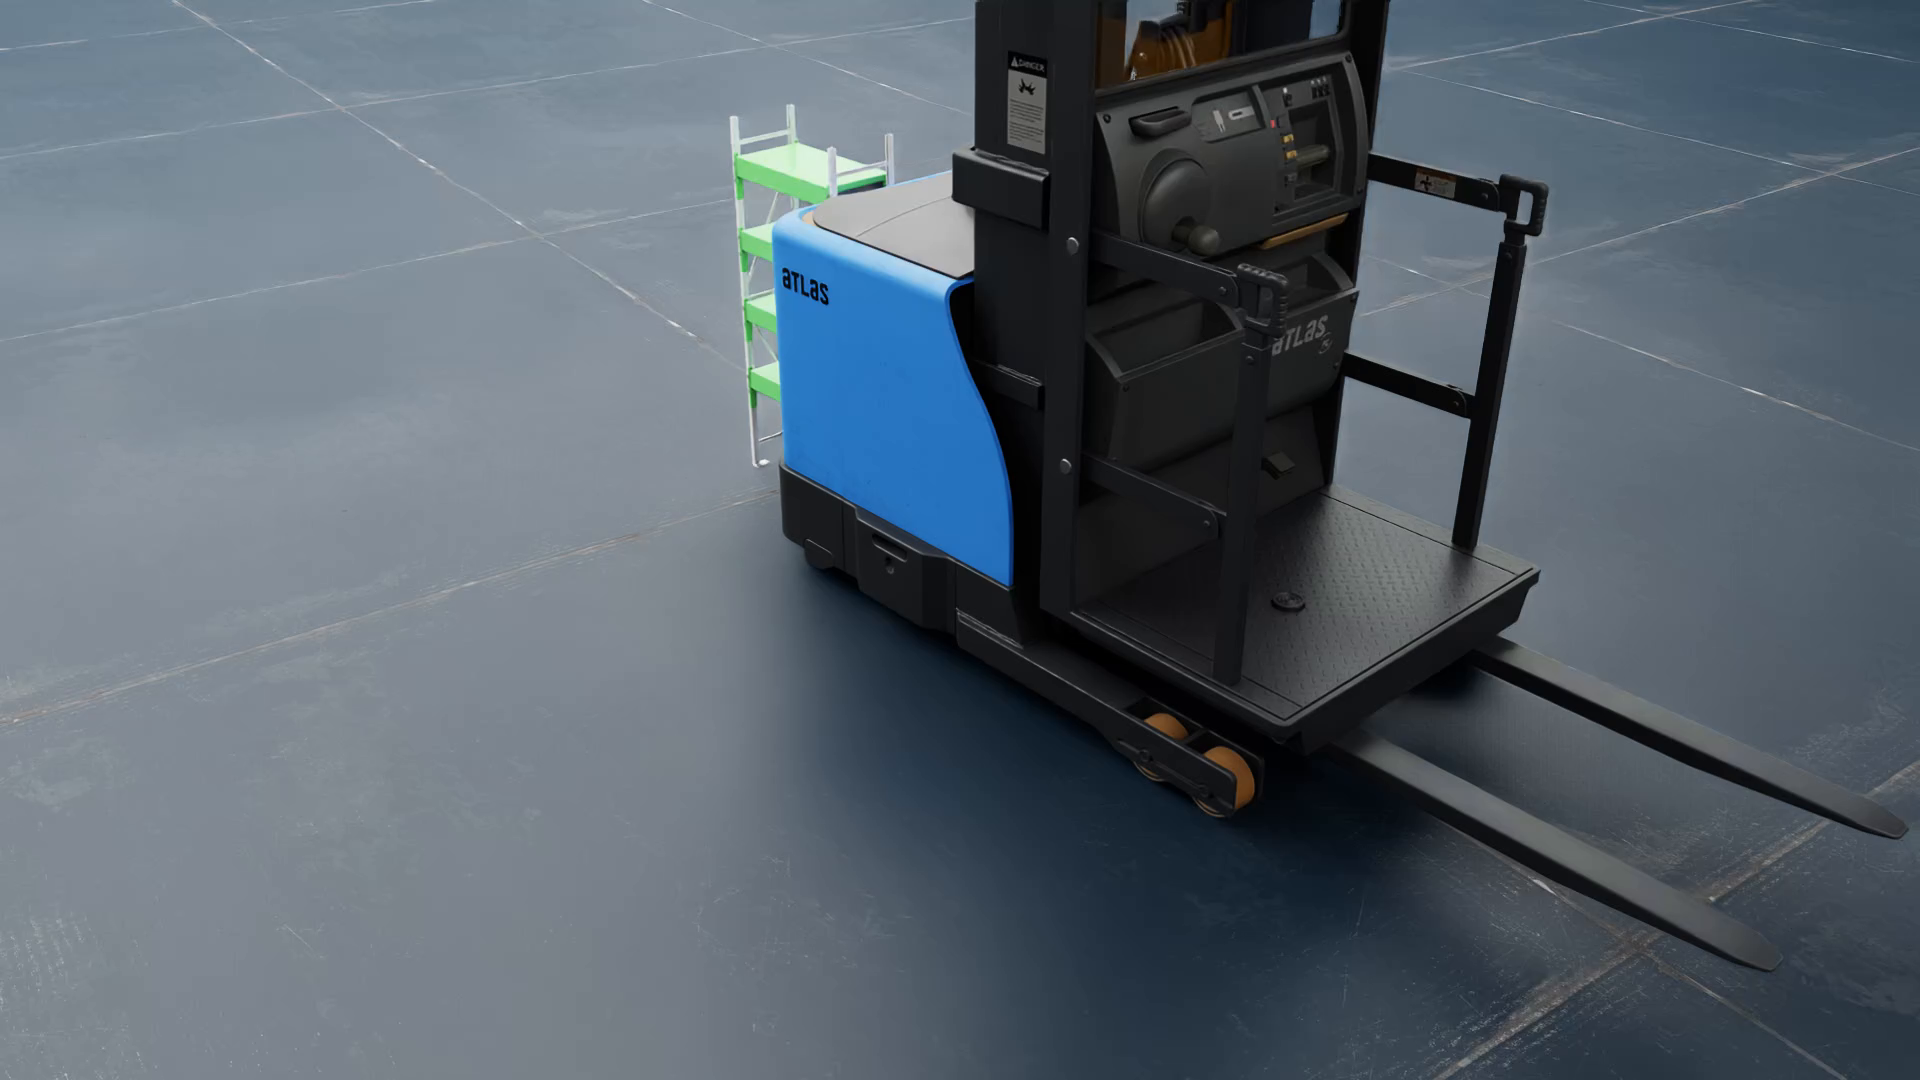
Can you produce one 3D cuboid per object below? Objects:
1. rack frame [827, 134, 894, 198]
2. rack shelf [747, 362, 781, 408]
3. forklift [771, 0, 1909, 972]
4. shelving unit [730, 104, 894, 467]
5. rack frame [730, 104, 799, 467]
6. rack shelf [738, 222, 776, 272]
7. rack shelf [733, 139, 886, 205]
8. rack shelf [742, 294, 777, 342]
[{"bbox_3d":[-0.292,-0.646,5.183,0.240,1.200,0.015,-23,36,-36],"label":"rack frame"},{"bbox_3d":[-0.456,-0.466,5.487,0.258,0.148,0.480,-23,36,-36],"label":"rack shelf"},{"bbox_3d":[0.811,-0.895,3.826,1.130,2.935,3.031,-23,36,-36],"label":"forklift"},{"bbox_3d":[-0.456,-0.733,5.342,0.258,1.200,0.503,-23,36,-36],"label":"shelving unit"},{"bbox_3d":[-0.619,-0.819,5.501,0.240,1.200,0.015,-23,36,-36],"label":"rack frame"},{"bbox_3d":[-0.456,-0.887,5.258,0.258,0.148,0.480,-23,36,-36],"label":"rack shelf"},{"bbox_3d":[-0.456,-1.098,5.143,0.258,0.148,0.480,-23,36,-36],"label":"rack shelf"},{"bbox_3d":[-0.456,-0.677,5.372,0.258,0.148,0.480,-23,36,-36],"label":"rack shelf"}]
